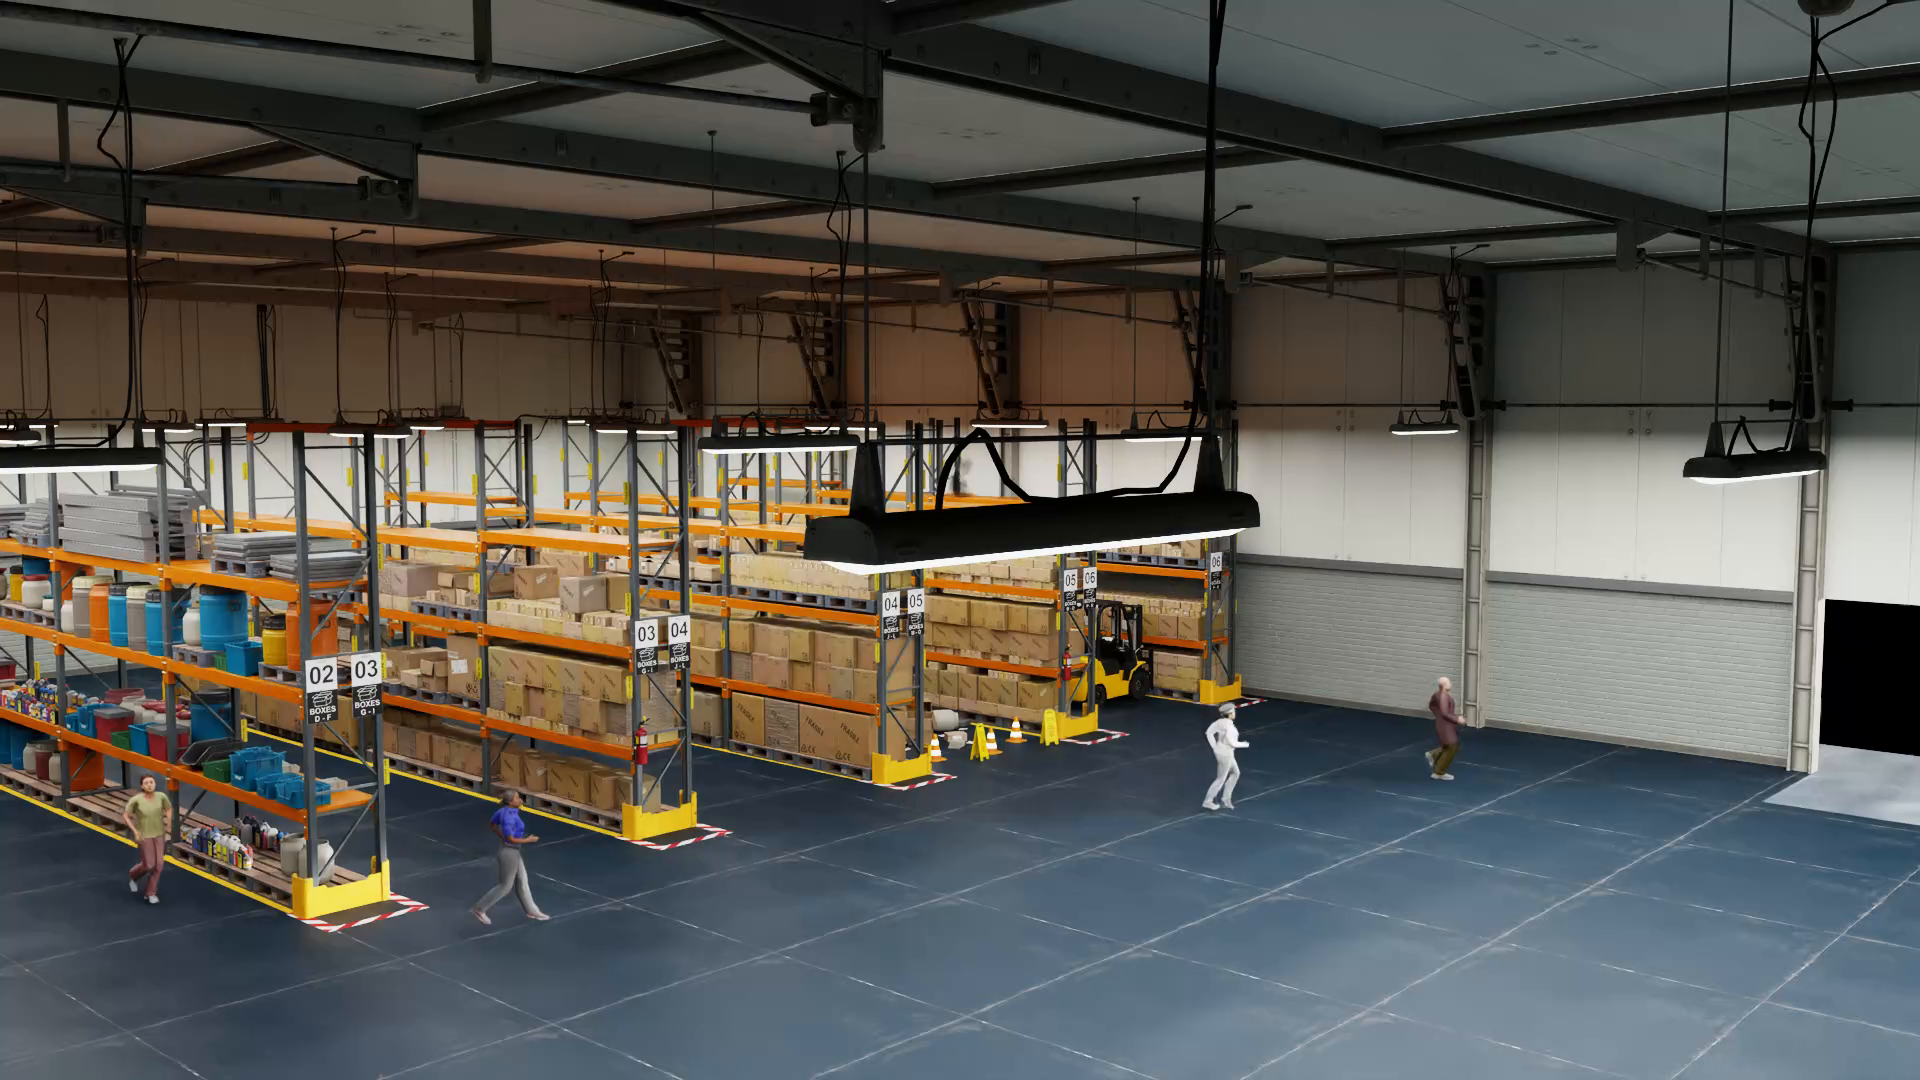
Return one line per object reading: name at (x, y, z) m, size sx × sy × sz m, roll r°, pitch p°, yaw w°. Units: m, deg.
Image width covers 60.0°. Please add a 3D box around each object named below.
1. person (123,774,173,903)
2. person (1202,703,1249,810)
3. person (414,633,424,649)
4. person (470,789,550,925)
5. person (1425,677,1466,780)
person at (-10.344, 3.788, 21.244) m, size 0.574 × 1.639 × 0.585 m, roll -5°, pitch 7°, yaw -45°
person at (4.128, 3.394, 25.870) m, size 0.738 × 1.714 × 0.562 m, roll 0°, pitch 5°, yaw -5°
person at (-13.212, 2.236, 40.247) m, size 0.859 × 1.610 × 0.729 m, roll 1°, pitch 5°, yaw 8°
person at (-5.458, 3.839, 20.124) m, size 0.935 × 1.663 × 0.592 m, roll -2°, pitch 5°, yaw -18°
person at (8.201, 3.176, 28.072) m, size 0.633 × 1.736 × 0.707 m, roll 1°, pitch 5°, yaw 8°
